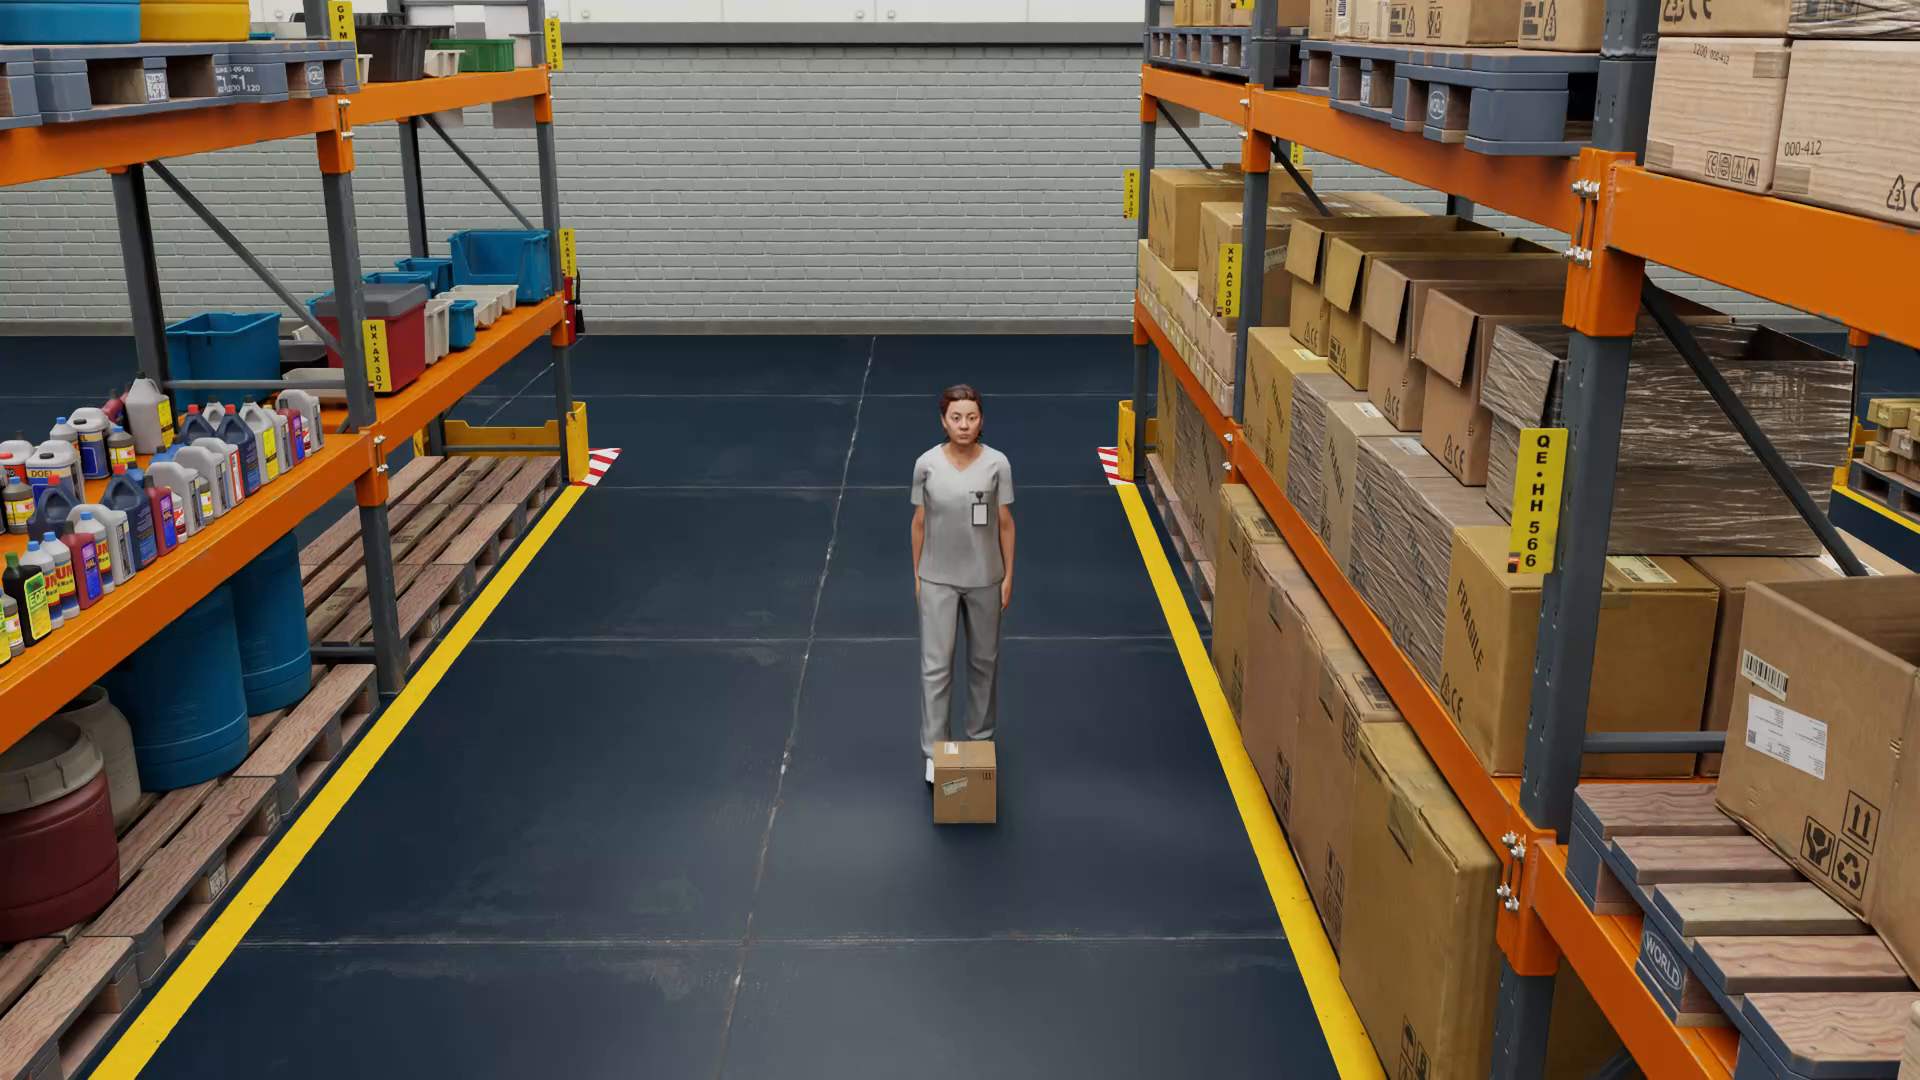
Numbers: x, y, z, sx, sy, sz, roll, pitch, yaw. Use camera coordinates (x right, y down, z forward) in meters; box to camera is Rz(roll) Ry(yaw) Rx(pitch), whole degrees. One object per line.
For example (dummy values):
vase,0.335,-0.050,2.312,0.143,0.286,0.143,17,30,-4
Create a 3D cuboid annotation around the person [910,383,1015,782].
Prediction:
person,0.012,0.184,6.981,0.441,1.676,0.519,0,17,0
